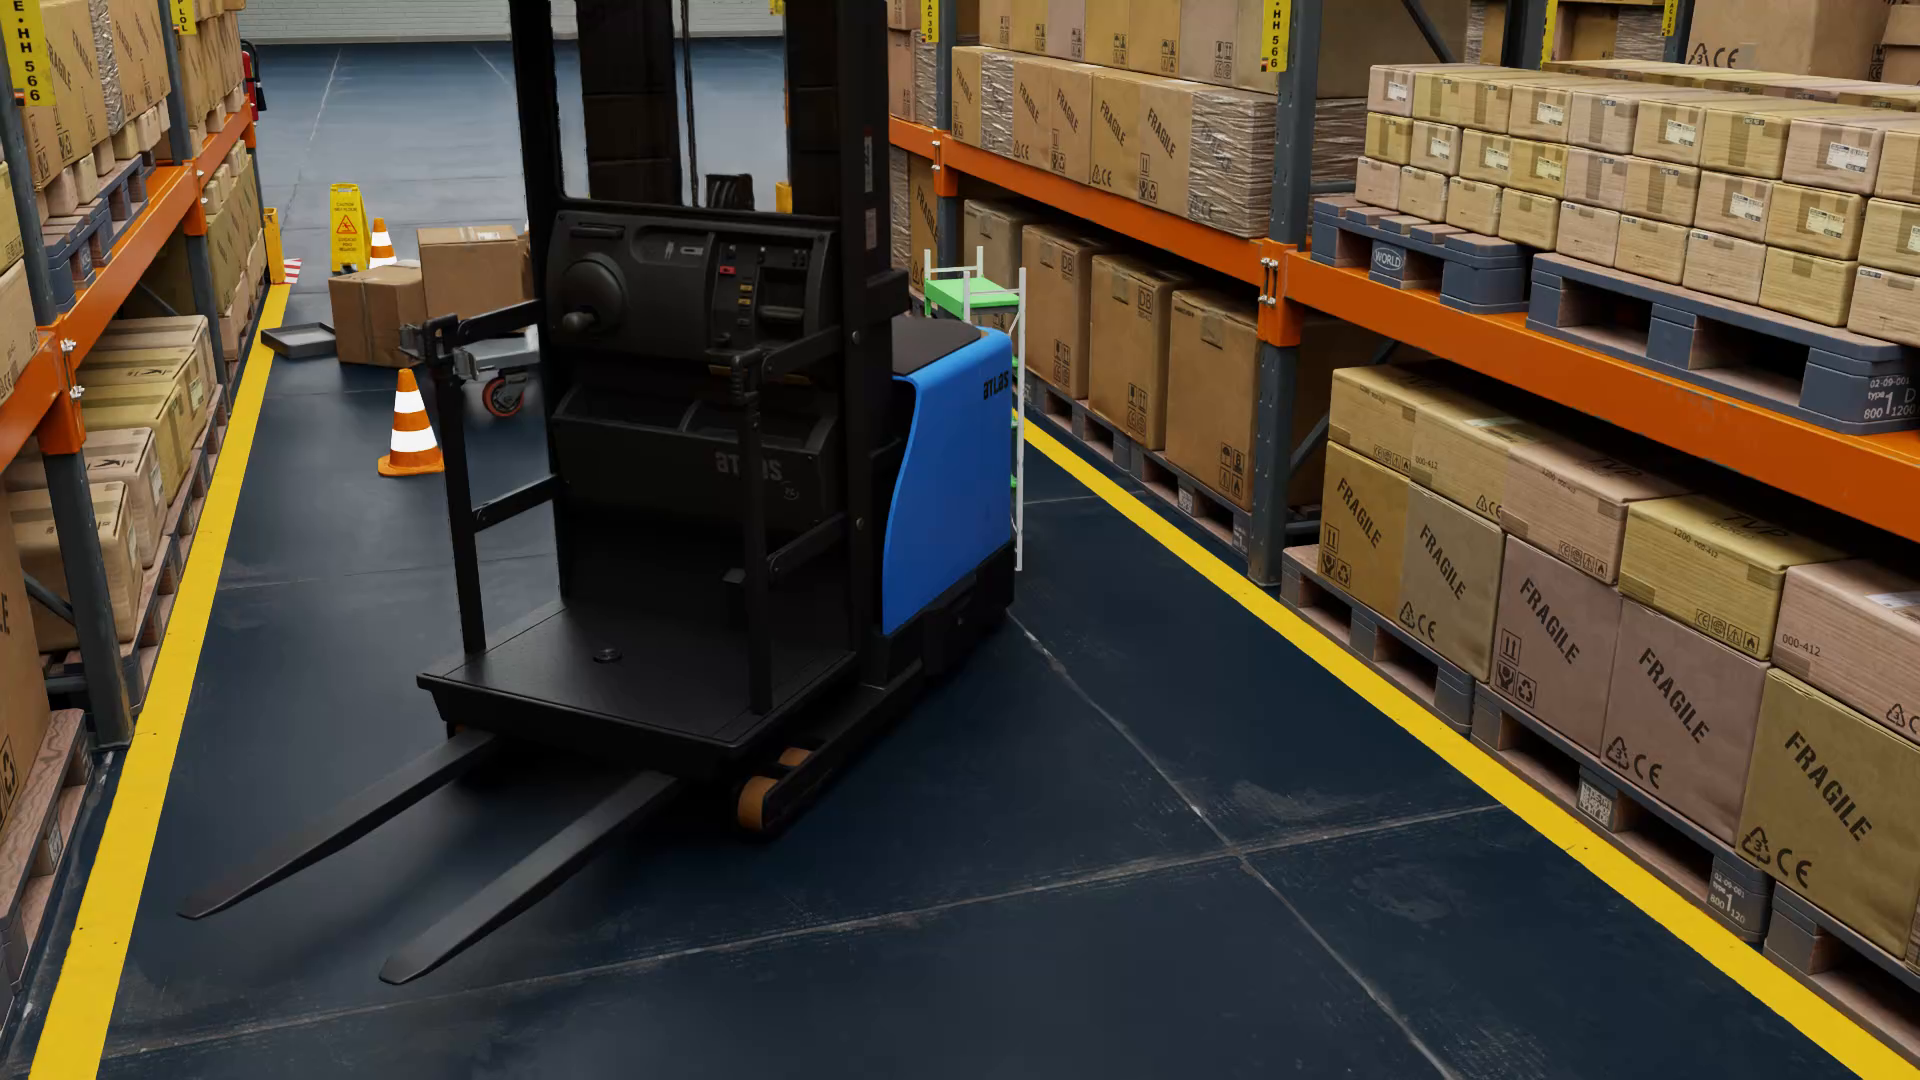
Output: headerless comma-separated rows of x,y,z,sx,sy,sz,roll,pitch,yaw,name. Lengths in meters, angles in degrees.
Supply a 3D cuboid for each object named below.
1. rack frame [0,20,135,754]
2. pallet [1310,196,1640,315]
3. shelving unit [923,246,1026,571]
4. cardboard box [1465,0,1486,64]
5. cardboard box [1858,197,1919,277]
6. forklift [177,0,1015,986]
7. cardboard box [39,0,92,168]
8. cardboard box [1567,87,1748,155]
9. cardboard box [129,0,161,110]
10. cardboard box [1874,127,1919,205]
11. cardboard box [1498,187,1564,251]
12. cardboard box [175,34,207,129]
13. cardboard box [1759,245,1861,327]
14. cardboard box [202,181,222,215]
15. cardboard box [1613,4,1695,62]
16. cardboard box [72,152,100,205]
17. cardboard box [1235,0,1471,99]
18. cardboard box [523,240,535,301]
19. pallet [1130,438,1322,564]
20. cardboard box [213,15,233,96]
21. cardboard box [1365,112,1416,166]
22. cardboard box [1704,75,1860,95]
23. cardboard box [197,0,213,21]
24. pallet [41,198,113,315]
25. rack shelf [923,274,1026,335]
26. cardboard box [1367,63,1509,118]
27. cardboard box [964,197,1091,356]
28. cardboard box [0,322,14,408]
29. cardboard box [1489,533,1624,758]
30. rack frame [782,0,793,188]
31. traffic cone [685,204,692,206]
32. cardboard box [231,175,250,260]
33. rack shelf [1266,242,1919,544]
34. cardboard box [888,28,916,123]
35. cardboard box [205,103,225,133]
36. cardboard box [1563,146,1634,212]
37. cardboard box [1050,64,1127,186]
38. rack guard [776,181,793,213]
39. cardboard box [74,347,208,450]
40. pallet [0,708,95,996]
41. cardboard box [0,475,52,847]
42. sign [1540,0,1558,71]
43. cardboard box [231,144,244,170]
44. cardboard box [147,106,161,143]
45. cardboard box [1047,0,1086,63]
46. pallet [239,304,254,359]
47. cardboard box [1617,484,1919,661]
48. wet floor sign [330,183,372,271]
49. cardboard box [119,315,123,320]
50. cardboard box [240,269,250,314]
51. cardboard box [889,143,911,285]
-3.053,-0.736,4.528,1.000,3.000,0.127,-6,21,-17,rack frame
1.939,-0.987,5.510,1.213,0.211,1.003,-6,21,-17,pallet
0.052,-0.512,6.566,0.258,1.200,0.503,-6,21,-17,shelving unit
4.374,-4.051,13.169,0.875,0.500,0.500,-6,21,-17,cardboard box
2.229,-0.672,3.660,0.380,0.149,0.250,-8,21,-20,cardboard box
-0.879,-0.723,4.593,1.130,2.935,3.031,9,22,23,forklift
-3.145,-1.456,5.324,0.500,0.500,0.500,-5,20,-14,cardboard box
1.905,-1.148,4.545,0.380,0.149,0.250,-5,20,-15,cardboard box
-3.790,-2.121,7.176,0.500,0.500,0.500,-6,21,-17,cardboard box
2.239,-0.811,3.607,0.380,0.149,0.250,-7,21,-19,cardboard box
1.819,-0.950,4.873,0.380,0.149,0.250,-5,20,-15,cardboard box
-4.184,-2.377,8.510,0.500,0.500,0.500,-6,21,-17,cardboard box
2.146,-0.614,3.939,0.380,0.149,0.250,-5,20,-15,cardboard box
-4.222,-1.846,8.995,0.380,0.149,0.250,-6,21,-16,cardboard box
5.015,-3.410,11.386,0.875,0.500,0.500,-6,21,-17,cardboard box
-3.145,-1.217,5.617,0.380,0.149,0.250,-6,21,-17,cardboard box
1.483,-1.957,6.301,0.700,0.500,0.500,-7,21,-17,cardboard box
-2.310,-1.598,10.421,0.797,0.637,0.503,-6,21,-17,cardboard box
1.438,-0.243,7.280,1.003,0.211,1.213,-6,21,-17,pallet
-4.829,-3.023,10.308,0.500,0.500,0.500,-6,21,-17,cardboard box
1.576,-1.337,5.513,0.380,0.149,0.250,-5,20,-15,cardboard box
2.450,-1.295,4.955,0.380,0.149,0.250,-6,21,-16,cardboard box
-4.383,-3.008,8.785,0.700,0.500,0.500,-6,21,-17,cardboard box
-3.378,-0.863,5.166,1.213,0.211,1.003,-6,21,-17,pallet
0.052,-0.903,6.425,0.258,0.148,0.480,-6,21,-17,rack shelf
1.577,-1.483,5.479,0.380,0.149,0.250,-6,21,-17,cardboard box
0.637,-1.527,9.437,1.050,0.750,0.750,-6,21,-17,cardboard box
-2.472,-0.368,3.726,0.500,0.250,0.500,-6,21,-16,cardboard box
1.921,0.264,4.821,0.500,0.500,0.500,-7,21,-19,cardboard box
-0.900,-3.861,13.230,1.000,3.000,0.127,-6,21,-17,rack frame
-2.081,-2.346,12.764,0.336,0.463,0.334,-6,21,-17,traffic cone
-4.749,-2.000,10.386,0.500,0.500,0.500,-7,21,-18,cardboard box
2.243,-0.314,4.417,1.077,0.370,4.000,-6,21,-17,rack shelf
0.035,-2.940,10.442,0.875,0.550,0.550,-6,21,-17,cardboard box
-4.498,-2.448,9.666,0.380,0.149,0.250,-6,21,-17,cardboard box
1.907,-1.004,4.585,0.380,0.149,0.250,-6,21,-17,cardboard box
0.740,-1.942,7.738,0.500,0.500,0.500,-6,21,-16,cardboard box
-0.908,-2.693,13.674,1.175,0.500,0.348,-6,21,-17,rack guard
-3.914,-0.582,7.366,0.950,0.372,0.625,-5,20,-14,cardboard box
-2.877,0.837,4.273,1.003,0.211,1.213,-6,21,-17,pallet
-2.915,0.297,4.174,0.875,0.875,0.875,-7,21,-18,cardboard box
2.126,-1.863,6.069,0.100,0.325,0.005,-6,21,-17,sign
-4.813,-2.444,10.661,0.380,0.149,0.250,-6,21,-16,cardboard box
-3.705,-1.798,7.234,0.380,0.149,0.250,-7,21,-18,cardboard box
0.841,-2.610,8.118,0.700,0.500,0.500,-6,21,-17,cardboard box
-4.942,-1.311,10.254,1.003,0.211,1.213,-6,21,-17,pallet
2.069,0.069,4.255,0.500,0.250,0.500,-7,21,-20,cardboard box
-4.612,-2.370,12.560,0.267,0.644,0.232,1,20,2,wet floor sign
-4.751,-1.084,8.944,0.500,0.250,0.500,-5,20,-15,cardboard box
-4.587,-1.481,10.049,0.500,0.250,0.500,-7,21,-18,cardboard box
-0.061,-2.274,11.331,0.875,0.875,0.875,-6,21,-17,cardboard box
